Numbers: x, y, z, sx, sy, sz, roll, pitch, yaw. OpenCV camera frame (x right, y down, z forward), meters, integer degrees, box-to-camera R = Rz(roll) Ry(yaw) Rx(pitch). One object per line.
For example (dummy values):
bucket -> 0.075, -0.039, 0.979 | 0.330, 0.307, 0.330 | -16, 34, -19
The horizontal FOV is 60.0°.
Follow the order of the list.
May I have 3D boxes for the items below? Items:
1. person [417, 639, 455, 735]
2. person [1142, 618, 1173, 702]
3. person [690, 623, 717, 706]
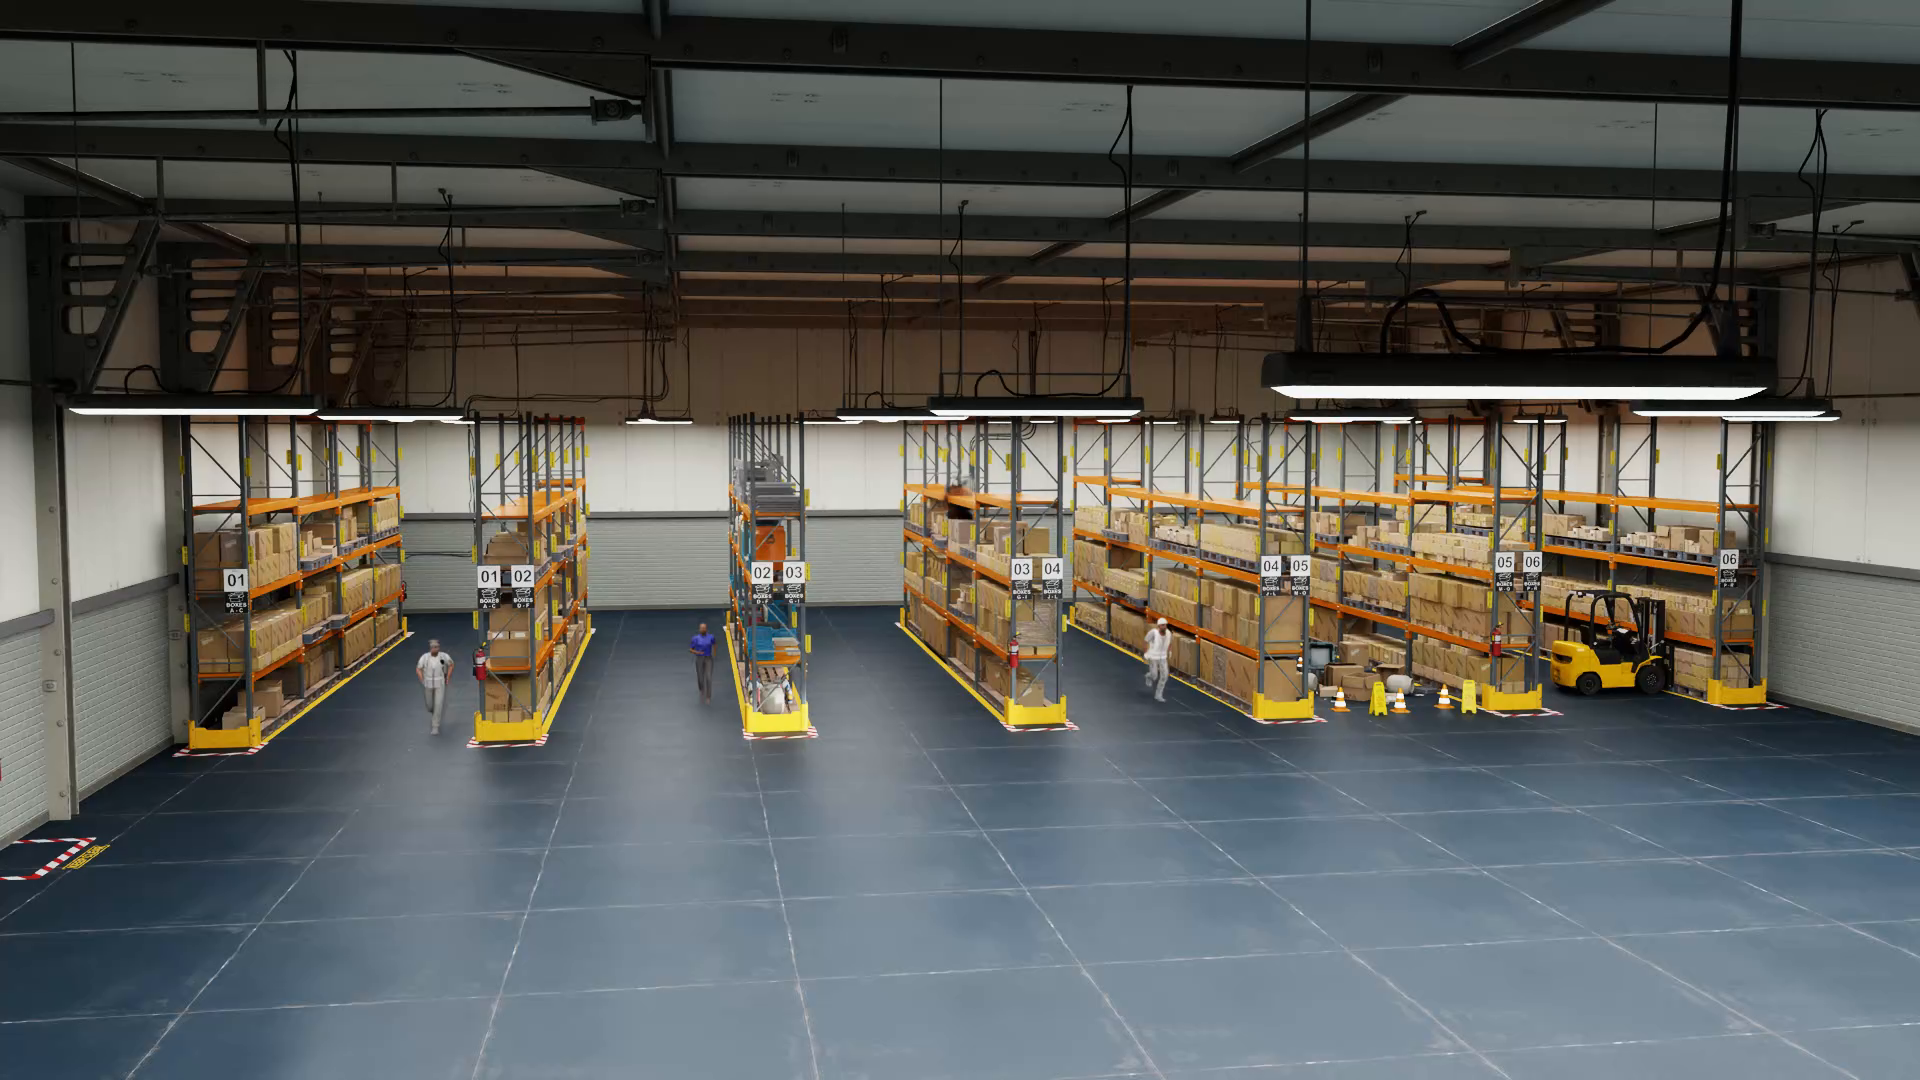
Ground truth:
person -> -9.877, 2.744, 31.306 | 0.674, 1.767, 0.869 | -1, 4, -10
person -> 4.150, 2.496, 35.001 | 0.699, 1.745, 0.786 | -1, 4, -18
person -> -5.306, 2.540, 34.428 | 0.573, 1.672, 0.932 | -1, 4, -11
